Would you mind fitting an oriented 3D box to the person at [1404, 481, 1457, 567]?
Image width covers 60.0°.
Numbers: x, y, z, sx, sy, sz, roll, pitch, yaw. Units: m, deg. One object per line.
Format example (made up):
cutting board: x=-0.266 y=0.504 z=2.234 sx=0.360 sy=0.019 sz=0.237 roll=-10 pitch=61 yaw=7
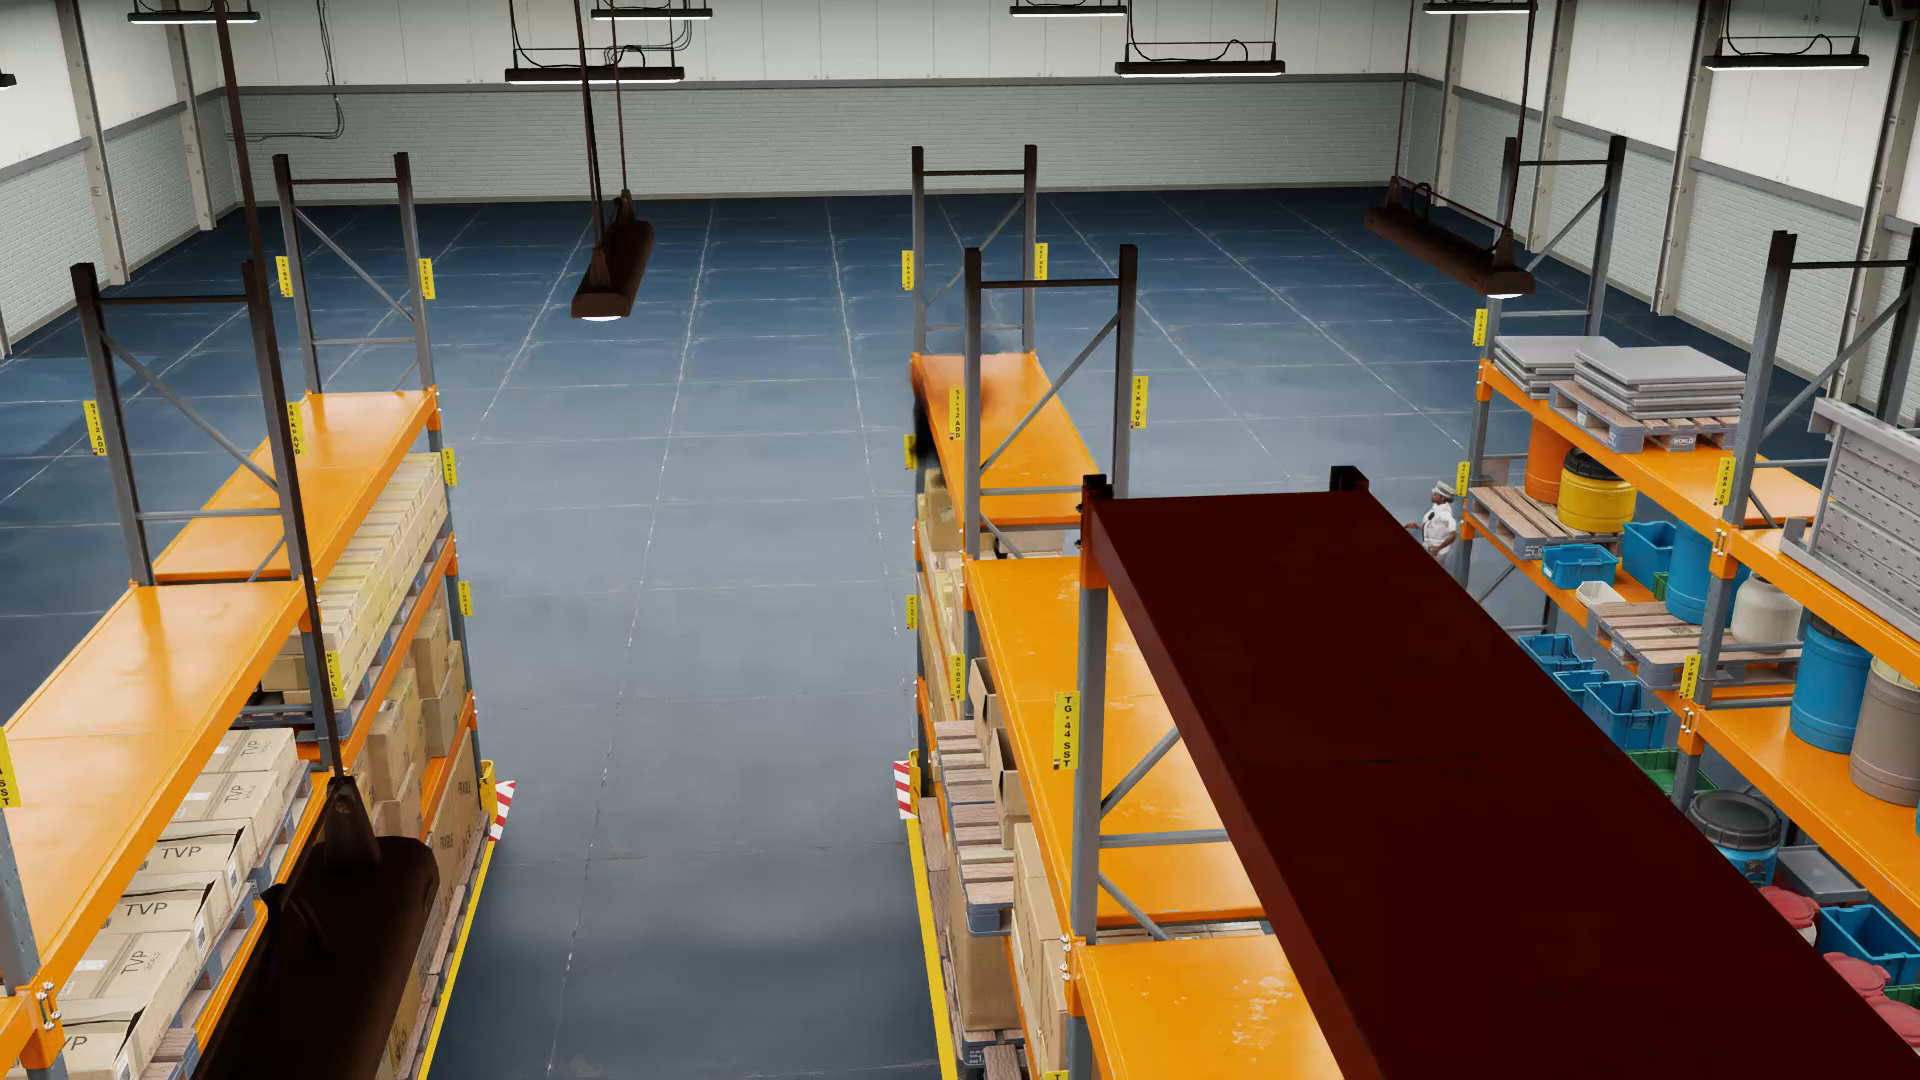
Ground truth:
person: x=5.385 y=0.129 z=19.045 sx=0.638 sy=1.700 sz=0.534 roll=7 pitch=23 yaw=17
